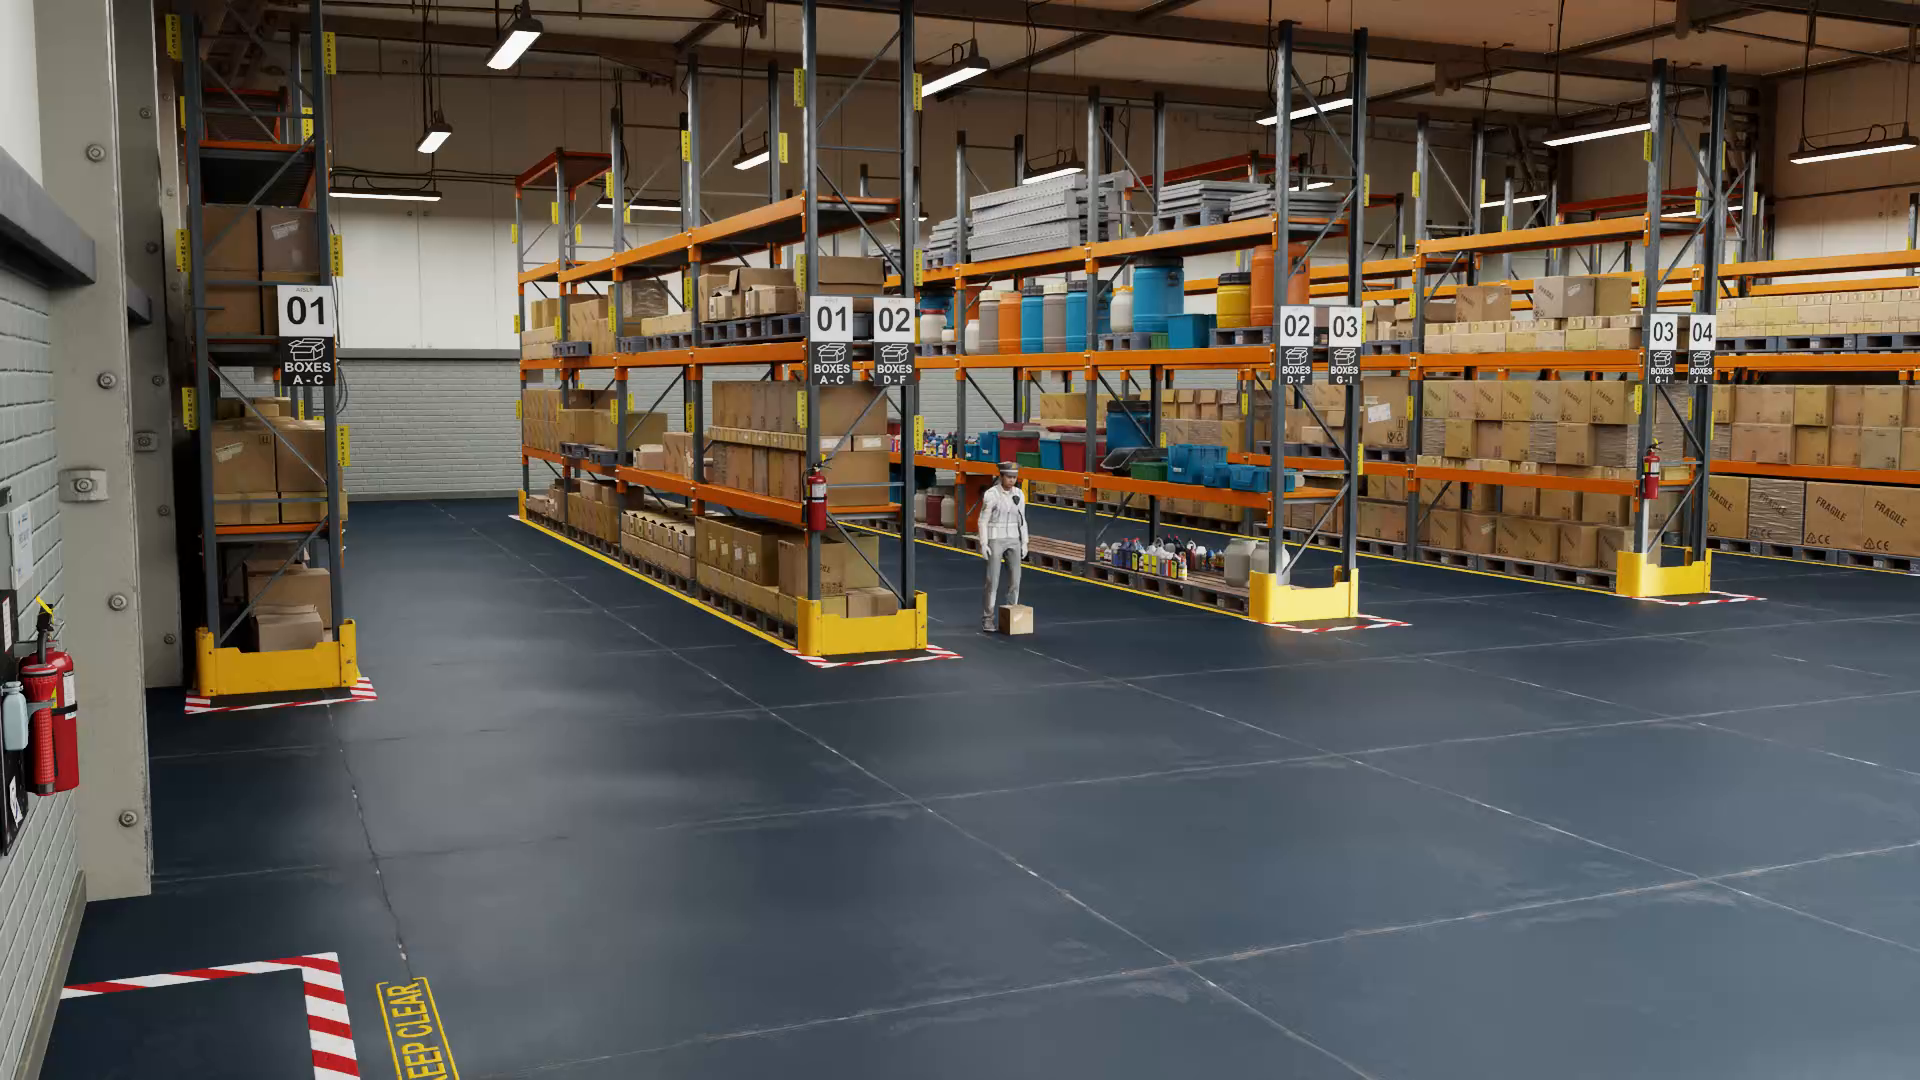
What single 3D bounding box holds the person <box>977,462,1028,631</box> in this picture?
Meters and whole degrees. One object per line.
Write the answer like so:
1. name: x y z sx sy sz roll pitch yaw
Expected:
1. person: 0.433 0.054 16.427 0.526 1.662 0.375 -2 6 -24
